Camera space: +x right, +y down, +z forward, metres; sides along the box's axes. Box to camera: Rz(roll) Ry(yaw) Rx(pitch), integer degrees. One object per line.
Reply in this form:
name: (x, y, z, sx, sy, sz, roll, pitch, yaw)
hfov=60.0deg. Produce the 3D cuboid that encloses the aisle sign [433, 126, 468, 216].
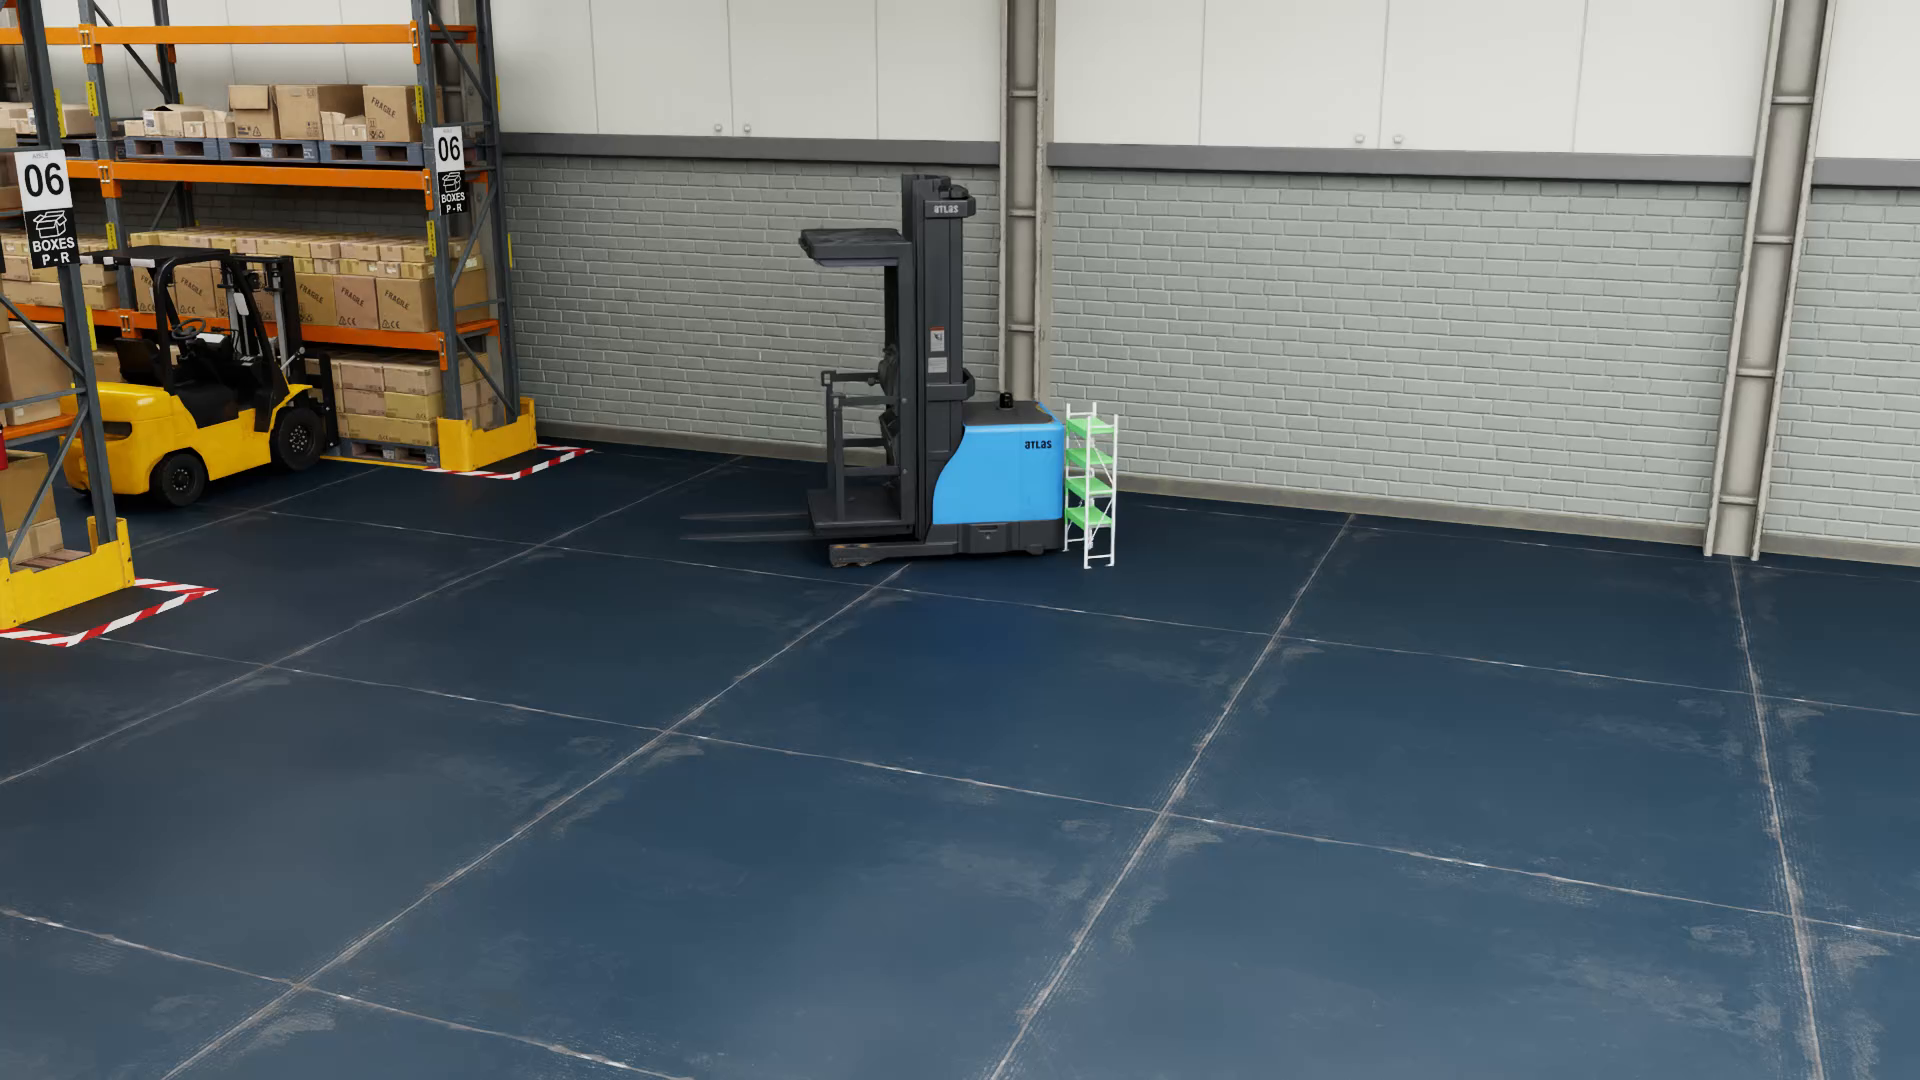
aisle sign: (-4.725, -3.425, 15.430, 0.004, 0.787, 0.394, 6, 17, 21)

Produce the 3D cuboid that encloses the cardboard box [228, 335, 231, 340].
cardboard box: (-7.871, -2.030, 17.672, 0.500, 0.250, 0.500, 7, 17, 22)

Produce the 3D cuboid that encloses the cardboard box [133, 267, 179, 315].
cardboard box: (-8.082, -2.604, 17.084, 0.500, 0.500, 0.500, 6, 17, 19)

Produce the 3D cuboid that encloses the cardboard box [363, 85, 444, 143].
cardboard box: (-5.180, -3.980, 15.511, 0.500, 0.500, 0.500, 7, 18, 22)

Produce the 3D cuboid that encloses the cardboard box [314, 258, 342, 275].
cardboard box: (-6.063, -2.686, 16.204, 0.250, 0.149, 0.380, 6, 17, 19)

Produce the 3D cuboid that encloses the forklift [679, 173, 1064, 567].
forklift: (-0.734, -1.355, 13.084, 3.031, 2.935, 1.130, -2, 16, -8)

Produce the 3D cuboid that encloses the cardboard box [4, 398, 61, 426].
cardboard box: (-6.736, -0.940, 11.982, 0.250, 0.149, 0.380, 6, 17, 21)

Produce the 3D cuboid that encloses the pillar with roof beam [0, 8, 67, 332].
pillar with roof beam: (-12.156, -4.943, 14.560, 0.400, 9.000, 9.100, 6, 17, 21)

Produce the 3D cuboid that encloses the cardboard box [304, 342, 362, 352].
cardboard box: (-6.458, -1.878, 17.147, 0.500, 0.250, 0.500, 6, 17, 20)

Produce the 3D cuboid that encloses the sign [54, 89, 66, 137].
sign: (-6.297, -2.973, 11.587, 0.005, 0.325, 0.100, 6, 17, 21)

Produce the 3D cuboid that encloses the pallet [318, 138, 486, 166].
pallet: (-5.327, -3.737, 15.944, 1.213, 0.211, 1.003, 6, 17, 21)

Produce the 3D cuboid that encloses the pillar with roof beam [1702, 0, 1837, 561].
pillar with roof beam: (4.588, -3.102, 8.218, 0.400, 9.000, 9.100, 6, 17, 21)

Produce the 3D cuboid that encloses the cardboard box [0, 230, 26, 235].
cardboard box: (-10.509, -3.359, 18.521, 0.250, 0.149, 0.380, 6, 17, 20)

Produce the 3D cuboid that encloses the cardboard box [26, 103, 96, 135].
cardboard box: (-9.162, -4.327, 17.046, 0.500, 0.311, 0.500, 6, 17, 19)

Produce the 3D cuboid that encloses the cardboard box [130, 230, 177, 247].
cardboard box: (-8.212, -3.062, 16.964, 0.250, 0.149, 0.380, 7, 17, 22)

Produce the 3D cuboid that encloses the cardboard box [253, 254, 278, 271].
cardboard box: (-6.768, -2.764, 16.473, 0.250, 0.149, 0.380, 6, 17, 19)

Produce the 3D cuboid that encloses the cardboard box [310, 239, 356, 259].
cardboard box: (-6.070, -2.824, 16.144, 0.250, 0.149, 0.380, 7, 18, 22)

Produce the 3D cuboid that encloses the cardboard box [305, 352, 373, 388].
cardboard box: (-6.171, -1.687, 16.490, 0.500, 0.250, 0.500, 7, 17, 21)

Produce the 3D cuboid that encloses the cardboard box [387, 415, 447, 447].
cardboard box: (-5.231, -1.107, 16.286, 0.500, 0.250, 0.500, 6, 17, 21)

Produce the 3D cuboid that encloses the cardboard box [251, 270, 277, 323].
cardboard box: (-6.660, -2.447, 16.541, 0.500, 0.500, 0.500, 6, 17, 21)

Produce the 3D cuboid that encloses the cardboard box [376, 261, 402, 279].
cardboard box: (-5.352, -2.601, 15.909, 0.250, 0.149, 0.380, 7, 17, 22)

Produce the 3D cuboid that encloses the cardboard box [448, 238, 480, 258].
cardboard box: (-4.912, -2.852, 16.241, 0.250, 0.149, 0.380, 6, 17, 20)

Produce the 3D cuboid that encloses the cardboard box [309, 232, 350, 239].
cardboard box: (-6.341, -3.018, 16.812, 0.250, 0.149, 0.380, 6, 17, 21)

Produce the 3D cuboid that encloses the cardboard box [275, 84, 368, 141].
cardboard box: (-6.096, -4.111, 15.962, 0.500, 0.500, 0.700, 6, 17, 21)

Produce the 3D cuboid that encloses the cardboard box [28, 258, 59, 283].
cardboard box: (-9.431, -2.872, 17.558, 0.500, 0.250, 0.500, 6, 17, 19)

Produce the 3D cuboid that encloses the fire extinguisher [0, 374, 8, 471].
fire extinguisher: (-6.559, -0.804, 11.201, 0.183, 0.674, 0.296, 6, 17, 21)

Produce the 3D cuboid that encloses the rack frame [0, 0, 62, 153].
rack frame: (-6.496, -3.853, 10.806, 0.127, 3.000, 1.000, 6, 17, 21)

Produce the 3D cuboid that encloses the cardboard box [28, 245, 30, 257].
cardboard box: (-9.547, -3.059, 17.487, 0.250, 0.149, 0.380, 6, 17, 19)

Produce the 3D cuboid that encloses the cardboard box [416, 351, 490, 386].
cardboard box: (-5.056, -1.720, 16.602, 0.500, 0.250, 0.500, 6, 17, 20)

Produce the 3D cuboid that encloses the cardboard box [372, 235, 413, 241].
cardboard box: (-5.619, -2.940, 16.544, 0.250, 0.149, 0.380, 6, 17, 21)

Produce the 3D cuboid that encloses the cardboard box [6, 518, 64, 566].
cardboard box: (-7.145, -0.008, 12.498, 0.500, 0.250, 0.500, 6, 17, 20)

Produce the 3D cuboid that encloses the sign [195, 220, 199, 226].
sign: (-8.197, -3.267, 17.852, 0.005, 0.325, 0.100, 6, 17, 21)

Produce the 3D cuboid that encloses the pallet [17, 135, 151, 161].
pallet: (-9.225, -4.105, 17.395, 1.217, 0.209, 0.805, 6, 17, 18)

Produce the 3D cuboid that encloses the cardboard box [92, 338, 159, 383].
cardboard box: (-8.889, -1.781, 17.934, 0.625, 0.625, 0.875, 7, 18, 23)

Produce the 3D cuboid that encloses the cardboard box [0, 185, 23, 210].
cardboard box: (-6.686, -2.410, 11.666, 0.250, 0.149, 0.380, 6, 17, 21)

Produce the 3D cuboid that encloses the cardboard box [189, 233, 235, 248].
cardboard box: (-7.493, -2.982, 16.688, 0.250, 0.149, 0.380, 7, 17, 22)

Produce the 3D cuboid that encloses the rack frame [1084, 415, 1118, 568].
rack frame: (1.083, -0.368, 12.788, 0.240, 1.200, 0.015, -4, 17, -15)

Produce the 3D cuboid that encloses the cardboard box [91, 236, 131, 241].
cardboard box: (-9.110, -3.187, 17.929, 0.250, 0.149, 0.380, 6, 17, 20)

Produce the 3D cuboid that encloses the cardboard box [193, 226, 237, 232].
cardboard box: (-7.773, -3.181, 17.373, 0.250, 0.149, 0.380, 6, 17, 19)

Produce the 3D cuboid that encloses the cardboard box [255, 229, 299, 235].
cardboard box: (-7.032, -3.116, 17.151, 0.250, 0.149, 0.380, 6, 17, 20)

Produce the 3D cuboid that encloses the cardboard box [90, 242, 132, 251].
cardboard box: (-8.799, -3.006, 17.305, 0.250, 0.149, 0.380, 7, 18, 23)

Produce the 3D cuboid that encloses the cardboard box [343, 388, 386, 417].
cardboard box: (-5.708, -1.404, 16.411, 0.500, 0.250, 0.500, 6, 17, 20)

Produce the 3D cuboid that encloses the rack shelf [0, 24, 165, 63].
rack shelf: (-10.260, -5.217, 17.512, 4.000, 0.370, 1.077, 6, 17, 21)

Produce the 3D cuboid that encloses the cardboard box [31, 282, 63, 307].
cardboard box: (-9.434, -2.631, 17.624, 0.500, 0.250, 0.500, 6, 17, 20)

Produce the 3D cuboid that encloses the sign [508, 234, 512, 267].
sign: (-4.469, -2.857, 16.440, 0.005, 0.325, 0.100, 6, 17, 21)

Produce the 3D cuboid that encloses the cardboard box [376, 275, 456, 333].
cardboard box: (-5.232, -2.290, 16.003, 0.500, 0.500, 0.500, 6, 17, 19)

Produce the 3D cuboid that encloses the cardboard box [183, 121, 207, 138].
cardboard box: (-7.378, -4.035, 16.331, 0.250, 0.149, 0.380, 7, 18, 22)

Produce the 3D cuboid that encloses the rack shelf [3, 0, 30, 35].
rack shelf: (-8.357, -3.711, 11.611, 4.000, 0.370, 1.077, 6, 17, 21)

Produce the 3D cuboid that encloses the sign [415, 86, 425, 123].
sign: (-4.890, -3.948, 15.067, 0.005, 0.325, 0.100, 6, 17, 21)

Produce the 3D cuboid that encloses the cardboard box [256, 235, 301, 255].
cardboard box: (-6.746, -2.930, 16.509, 0.250, 0.149, 0.380, 6, 17, 21)

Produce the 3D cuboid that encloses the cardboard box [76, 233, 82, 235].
cardboard box: (-9.814, -3.264, 18.195, 0.250, 0.149, 0.380, 6, 17, 20)

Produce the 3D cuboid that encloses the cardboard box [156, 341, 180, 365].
cardboard box: (-8.064, -1.900, 17.222, 0.500, 0.250, 0.500, 6, 17, 20)

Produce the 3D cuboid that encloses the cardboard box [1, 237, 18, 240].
cardboard box: (-10.273, -3.136, 17.753, 0.250, 0.149, 0.380, 6, 17, 19)

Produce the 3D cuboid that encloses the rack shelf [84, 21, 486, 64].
rack shelf: (-6.539, -4.808, 16.102, 4.000, 0.370, 1.077, 6, 17, 21)

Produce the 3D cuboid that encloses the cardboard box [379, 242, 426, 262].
cardboard box: (-5.330, -2.761, 15.929, 0.250, 0.149, 0.380, 6, 17, 21)

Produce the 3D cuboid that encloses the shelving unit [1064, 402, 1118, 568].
shelving unit: (1.019, -0.433, 13.014, 0.258, 1.200, 0.503, -4, 17, -15)

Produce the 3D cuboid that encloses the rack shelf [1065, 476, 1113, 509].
rack shelf: (1.019, -0.372, 13.032, 0.258, 0.148, 0.480, -4, 17, -15)

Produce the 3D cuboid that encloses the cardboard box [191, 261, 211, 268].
cardboard box: (-7.503, -2.838, 16.726, 0.250, 0.149, 0.380, 7, 17, 22)

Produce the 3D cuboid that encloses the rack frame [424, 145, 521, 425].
rack frame: (-4.678, -2.260, 16.078, 0.127, 3.000, 1.000, 6, 17, 21)
